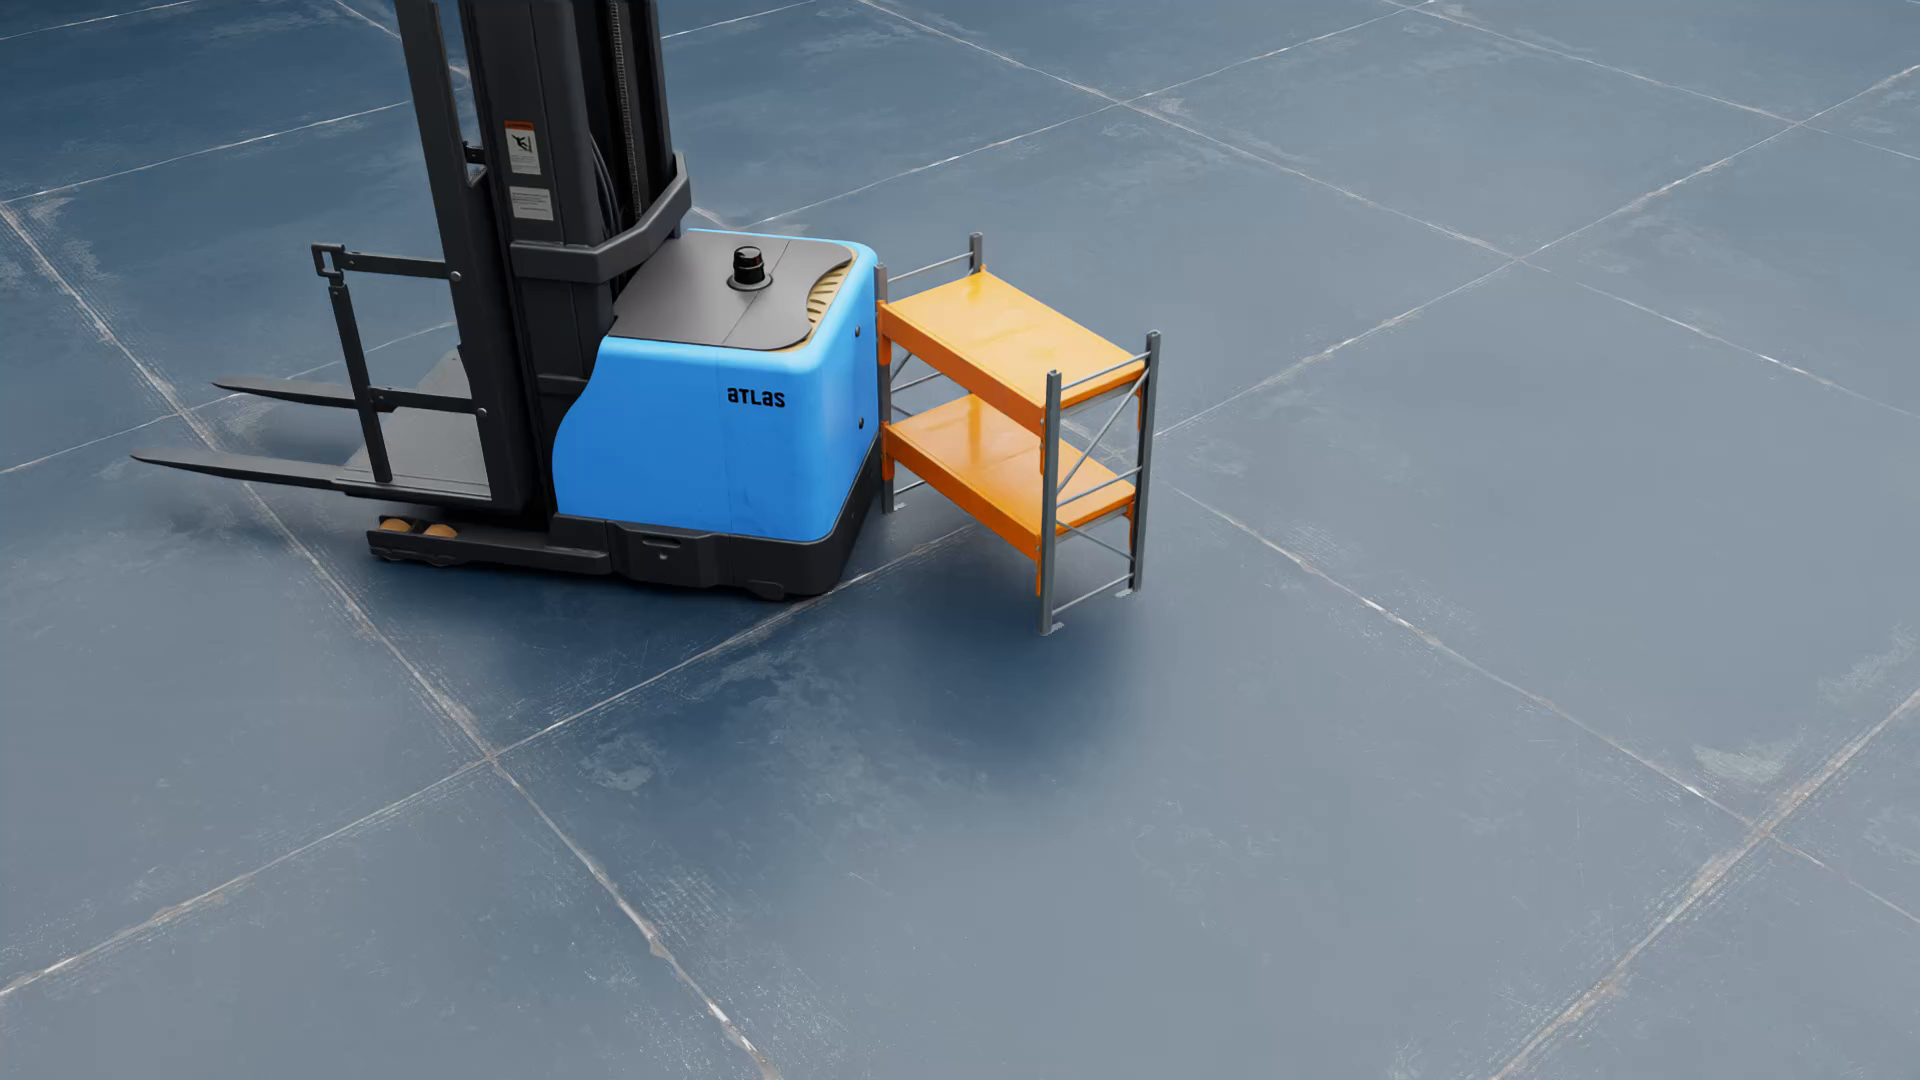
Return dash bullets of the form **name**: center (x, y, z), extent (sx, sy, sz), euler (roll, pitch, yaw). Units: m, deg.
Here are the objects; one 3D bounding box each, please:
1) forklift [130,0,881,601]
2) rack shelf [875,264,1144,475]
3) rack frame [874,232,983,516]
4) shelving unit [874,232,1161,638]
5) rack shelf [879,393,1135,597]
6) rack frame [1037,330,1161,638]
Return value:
- **forklift**: center (-1.878, -1.383, 6.166), extent (3.031, 2.935, 1.130), euler (7, 36, 9)
- **rack shelf**: center (0.190, -0.659, 6.201), extent (0.538, 0.278, 1.000), euler (-24, 42, -30)
- **rack frame**: center (-0.118, -0.654, 6.700), extent (0.500, 1.125, 0.032), euler (-24, 42, -30)
- **shelving unit**: center (0.190, -0.420, 6.370), extent (0.538, 1.125, 1.048), euler (-24, 42, -30)
- **rack shelf**: center (0.190, -0.221, 6.512), extent (0.538, 0.278, 1.000), euler (-24, 42, -30)
- **rack frame**: center (0.499, -0.187, 6.041), extent (0.500, 1.125, 0.032), euler (-24, 42, -30)
